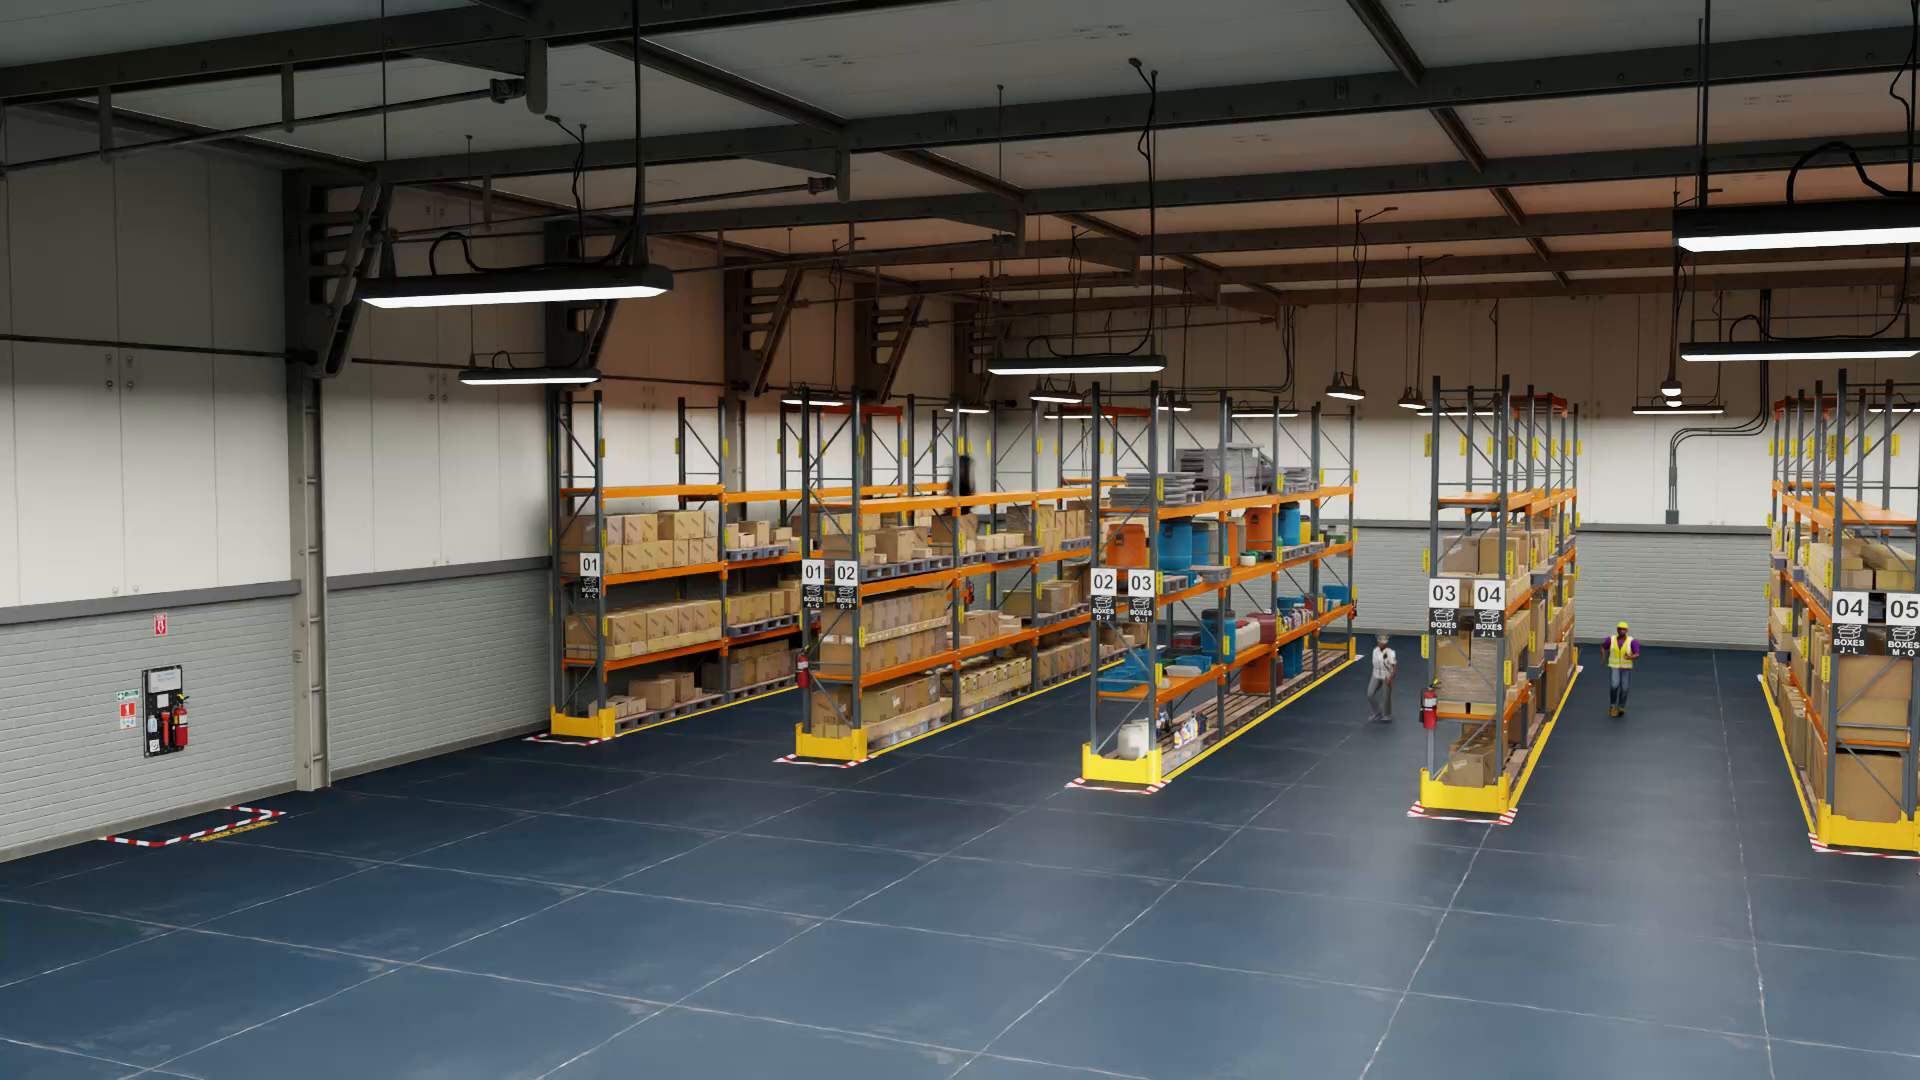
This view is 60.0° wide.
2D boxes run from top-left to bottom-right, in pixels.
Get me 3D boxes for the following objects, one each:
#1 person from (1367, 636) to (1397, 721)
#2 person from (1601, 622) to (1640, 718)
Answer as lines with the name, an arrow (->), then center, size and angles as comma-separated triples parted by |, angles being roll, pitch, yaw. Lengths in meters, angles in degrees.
person -> 7.704, 2.516, 30.222 | 0.564, 1.597, 0.731 | 2, 4, 35
person -> 12.299, 2.413, 30.964 | 0.654, 1.788, 0.723 | 1, 3, 17
